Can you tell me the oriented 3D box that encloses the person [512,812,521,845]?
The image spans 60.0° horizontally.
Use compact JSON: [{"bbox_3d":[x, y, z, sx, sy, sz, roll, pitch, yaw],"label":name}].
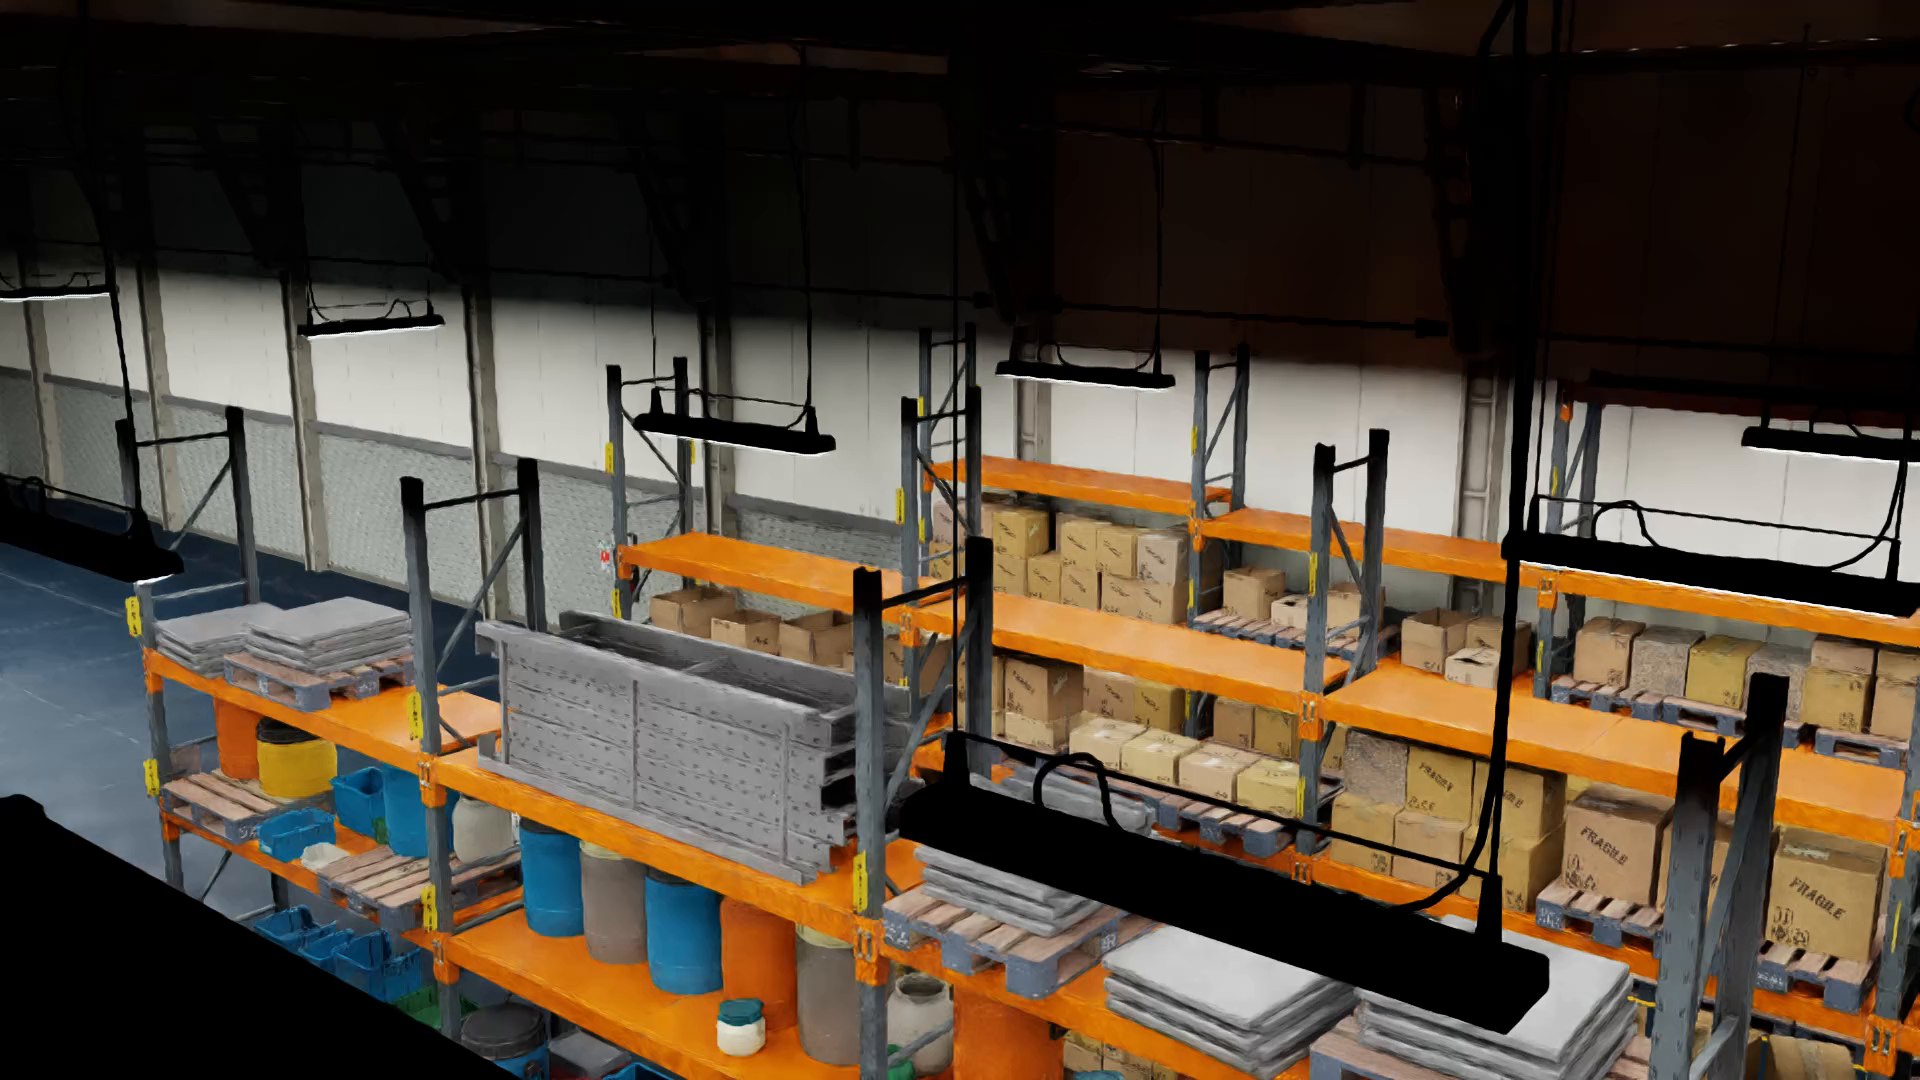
[{"bbox_3d":[-4.571,3.304,17.682,0.534,1.705,1.041,-11,17,-40],"label":"person"}]
